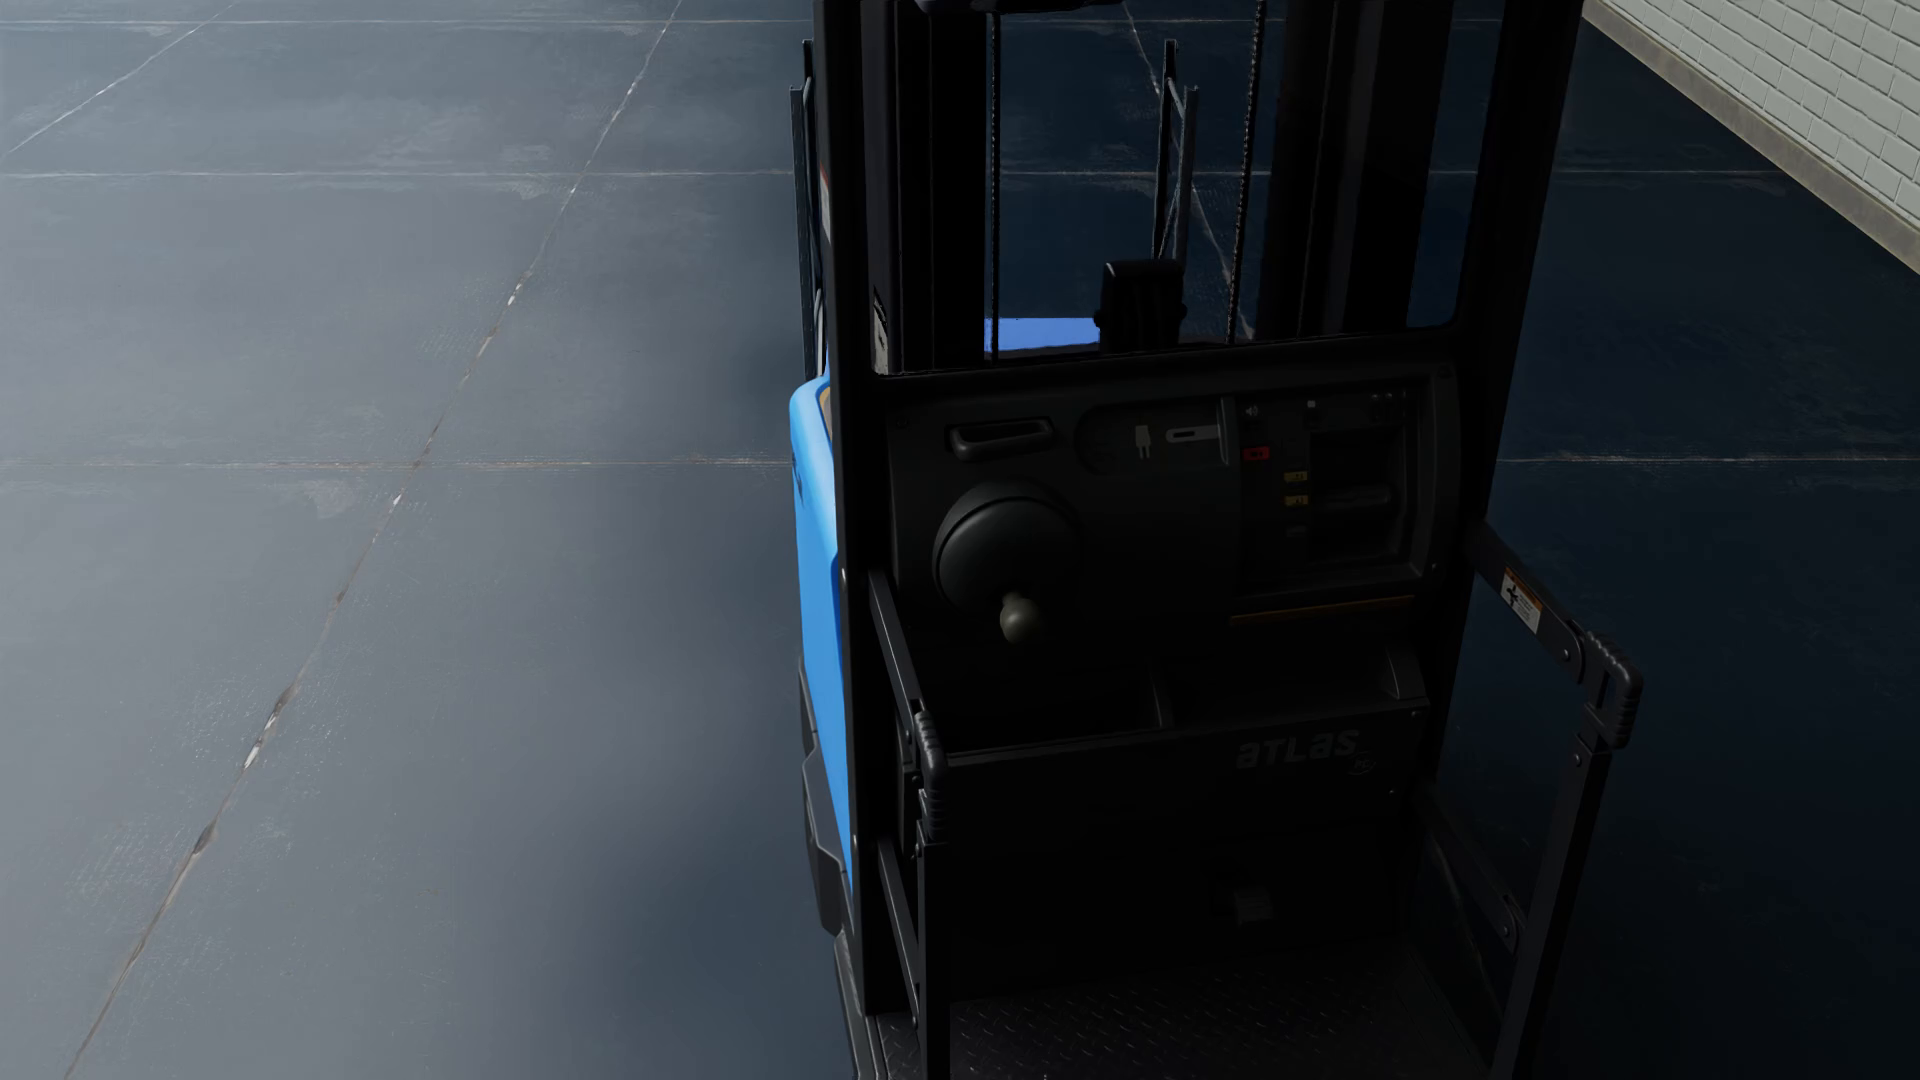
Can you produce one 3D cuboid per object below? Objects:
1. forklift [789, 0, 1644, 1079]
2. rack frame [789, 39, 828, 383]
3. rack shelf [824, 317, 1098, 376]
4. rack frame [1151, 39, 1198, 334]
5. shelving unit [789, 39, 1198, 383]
[{"bbox_3d":[0.393,-0.013,2.446,1.130,2.935,3.031,-6,32,-10],"label":"forklift"},{"bbox_3d":[-0.423,-0.640,4.859,0.032,1.500,0.500,0,31,0],"label":"rack frame"},{"bbox_3d":[0.085,-0.488,4.955,1.000,0.185,0.538,0,31,0],"label":"rack shelf"},{"bbox_3d":[0.594,-0.643,4.864,0.032,1.500,0.500,0,31,0],"label":"rack frame"},{"bbox_3d":[0.085,-0.641,4.861,1.048,1.500,0.538,0,31,0],"label":"shelving unit"}]
